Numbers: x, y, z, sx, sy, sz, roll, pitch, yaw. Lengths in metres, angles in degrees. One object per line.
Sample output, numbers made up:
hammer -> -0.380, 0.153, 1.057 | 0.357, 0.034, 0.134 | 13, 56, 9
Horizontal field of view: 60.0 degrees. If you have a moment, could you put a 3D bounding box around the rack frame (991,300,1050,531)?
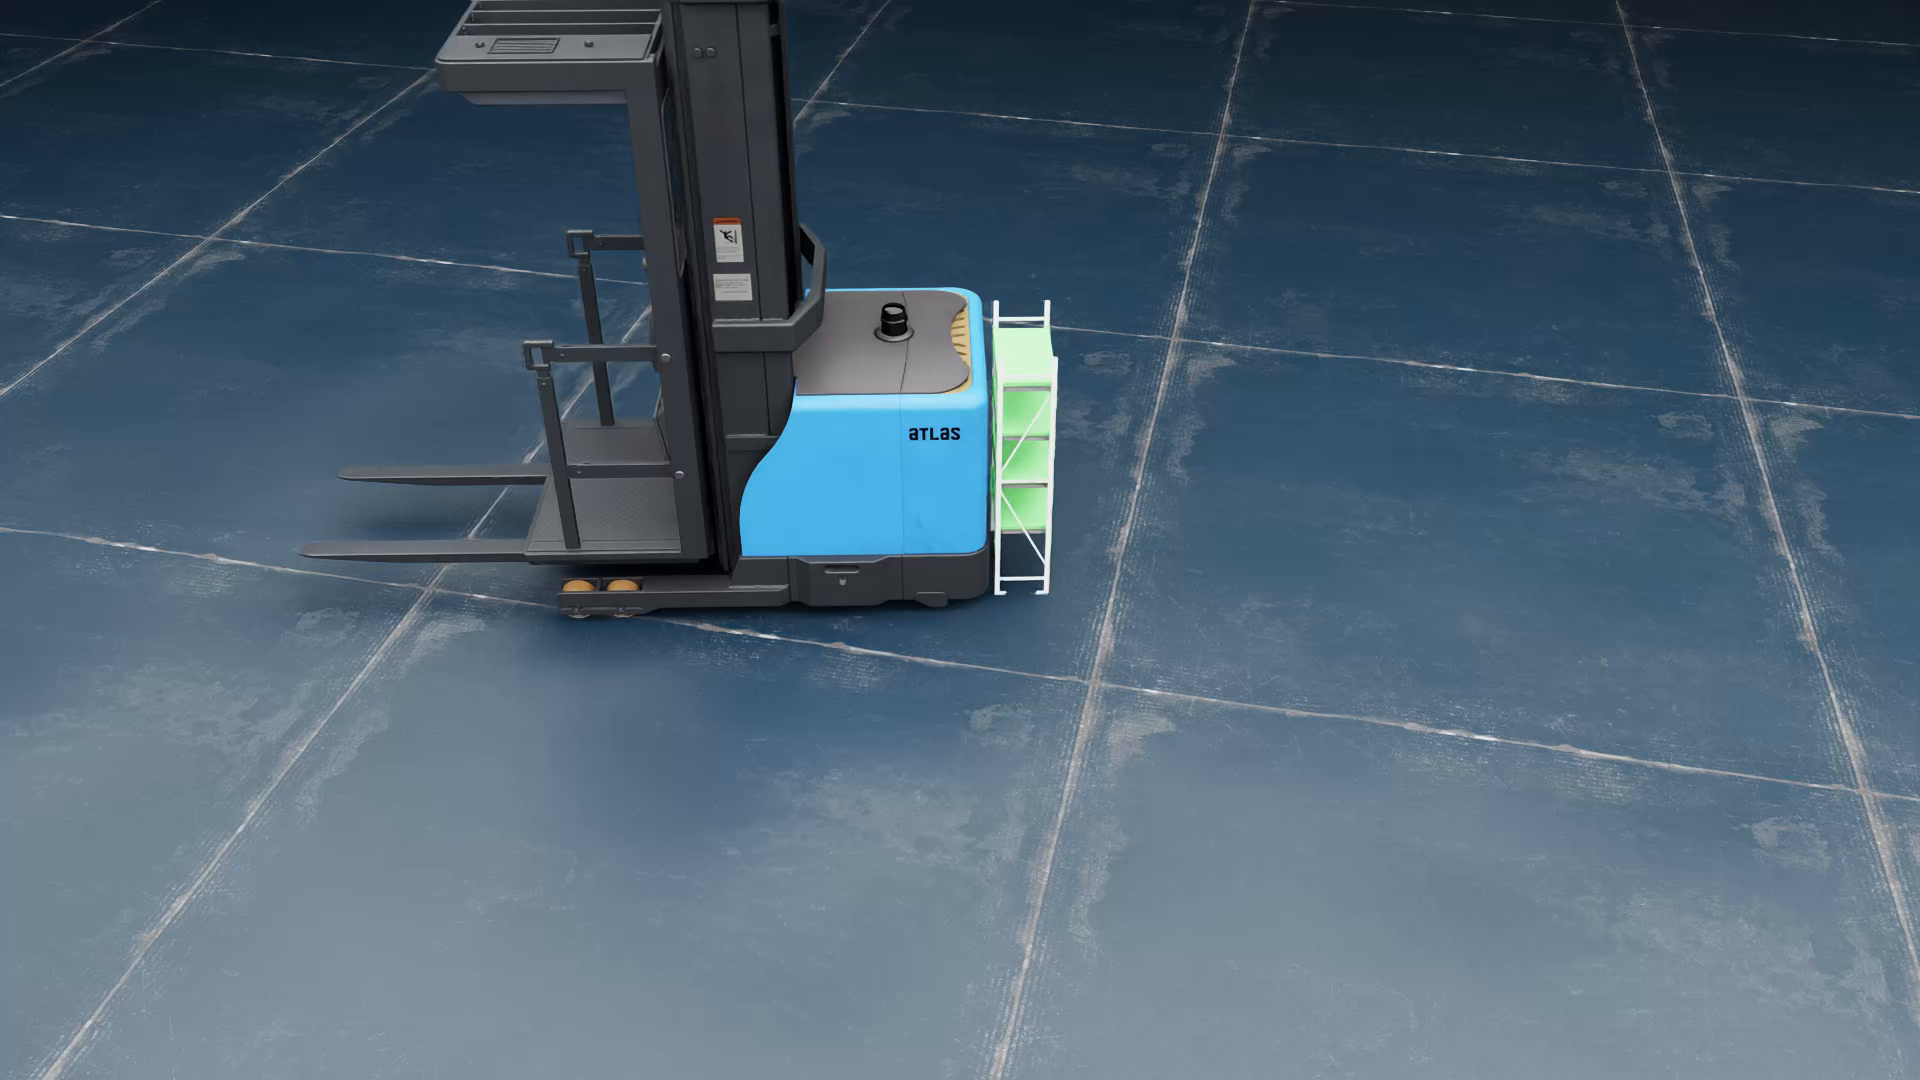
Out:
rack frame -> 0.264, -0.534, 7.465 | 0.240, 1.200, 0.015 | -1, 36, -1

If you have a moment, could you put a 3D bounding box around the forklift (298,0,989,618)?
forklift -> -1.396, -1.160, 6.852 | 3.031, 2.935, 1.130 | -1, 36, -1

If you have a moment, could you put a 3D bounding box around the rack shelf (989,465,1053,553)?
rack shelf -> 0.269, -0.145, 7.446 | 0.258, 0.148, 0.480 | -1, 36, -1

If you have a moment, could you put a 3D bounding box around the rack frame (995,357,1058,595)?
rack frame -> 0.275, -0.248, 7.070 | 0.240, 1.200, 0.015 | -1, 36, -1

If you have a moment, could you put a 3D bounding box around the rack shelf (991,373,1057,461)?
rack shelf -> 0.269, -0.534, 7.164 | 0.258, 0.148, 0.480 | -1, 36, -1

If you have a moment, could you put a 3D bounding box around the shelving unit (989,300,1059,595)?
shelving unit -> 0.269, -0.391, 7.267 | 0.258, 1.200, 0.503 | -1, 36, -1

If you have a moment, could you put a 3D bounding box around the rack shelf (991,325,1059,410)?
rack shelf -> 0.270, -0.728, 7.023 | 0.258, 0.148, 0.480 | -1, 36, -1

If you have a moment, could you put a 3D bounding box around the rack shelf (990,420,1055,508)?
rack shelf -> 0.269, -0.340, 7.305 | 0.258, 0.148, 0.480 | -1, 36, -1
